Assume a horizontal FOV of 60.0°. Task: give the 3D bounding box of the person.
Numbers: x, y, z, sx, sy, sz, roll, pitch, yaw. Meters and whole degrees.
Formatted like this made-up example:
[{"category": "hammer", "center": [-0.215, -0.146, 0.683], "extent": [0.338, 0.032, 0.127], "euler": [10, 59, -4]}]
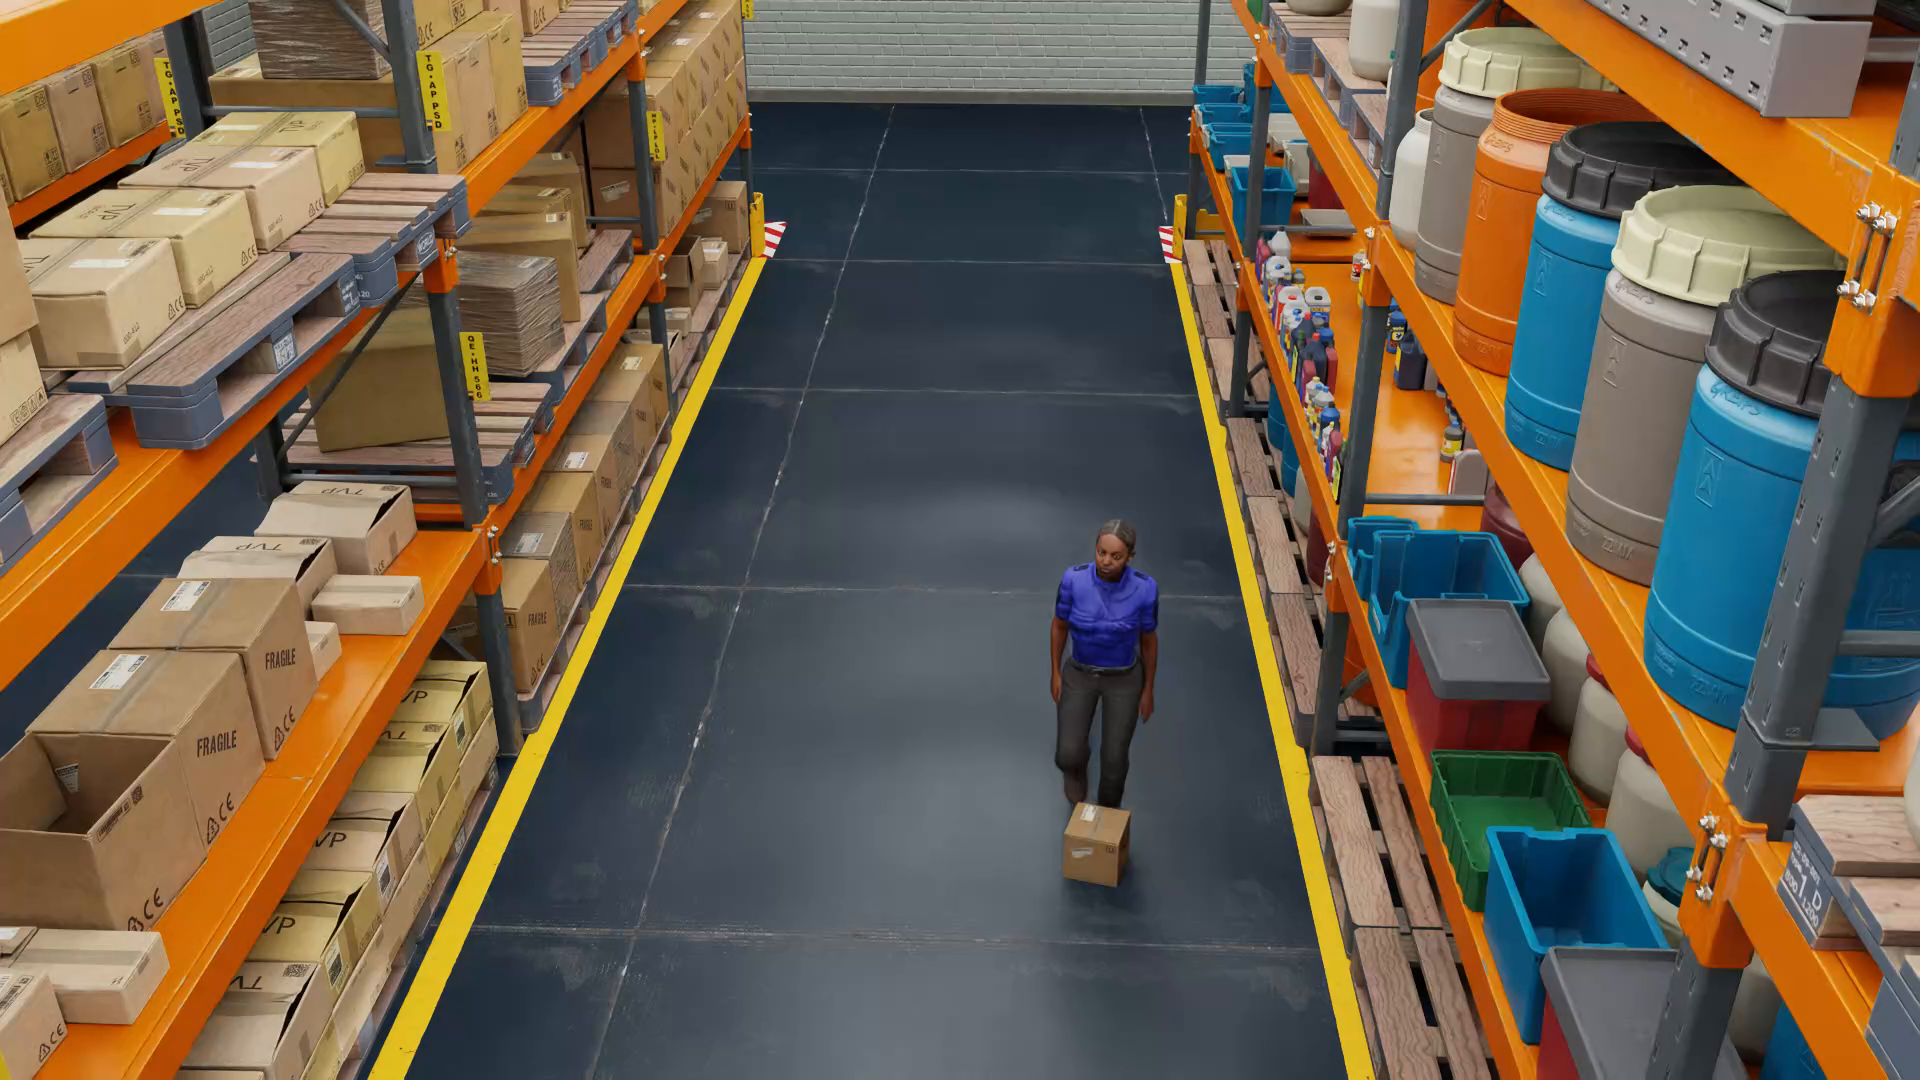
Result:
[{"category": "person", "center": [0.643, 0.603, 7.471], "extent": [0.480, 1.645, 0.488], "euler": [5, 28, 9]}]
